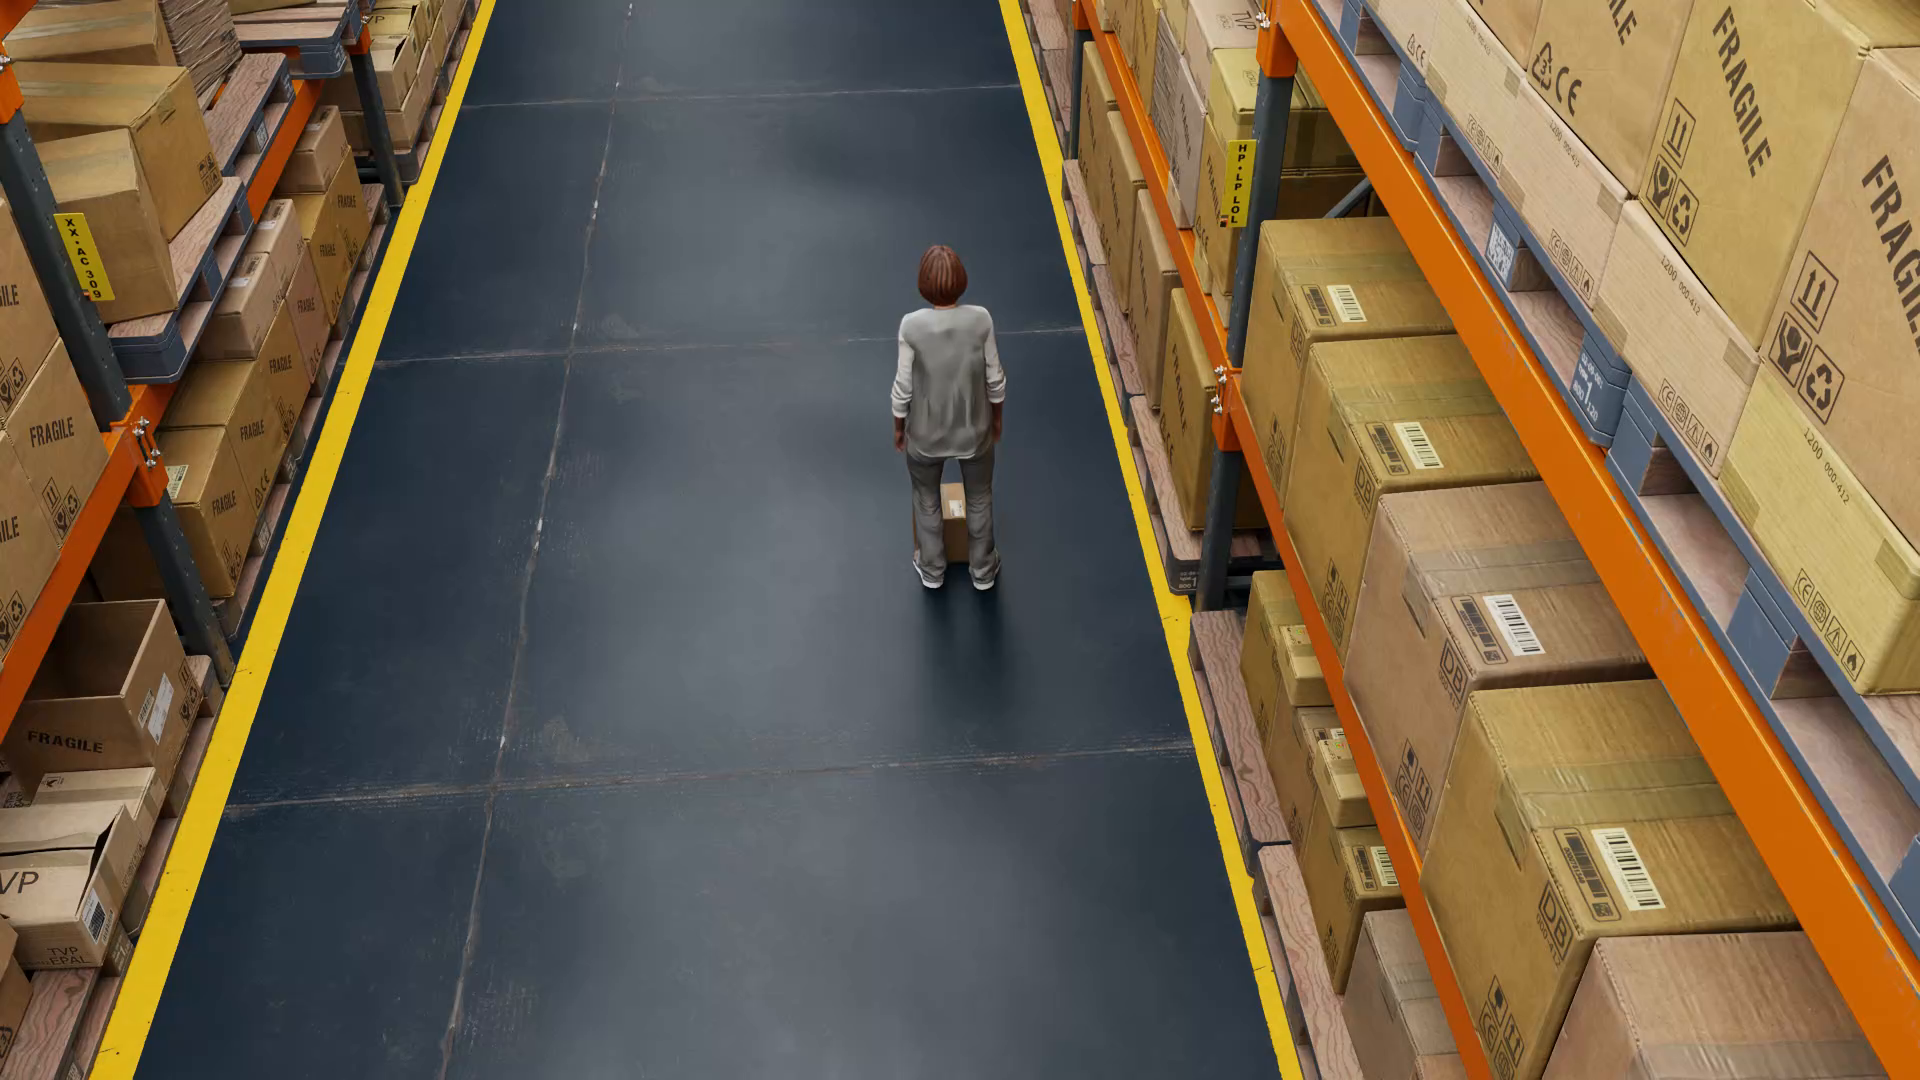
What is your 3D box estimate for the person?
[{"bbox_3d":[-0.045,-0.444,6.708,0.466,1.580,0.376,-4,40,-5],"label":"person"}]
